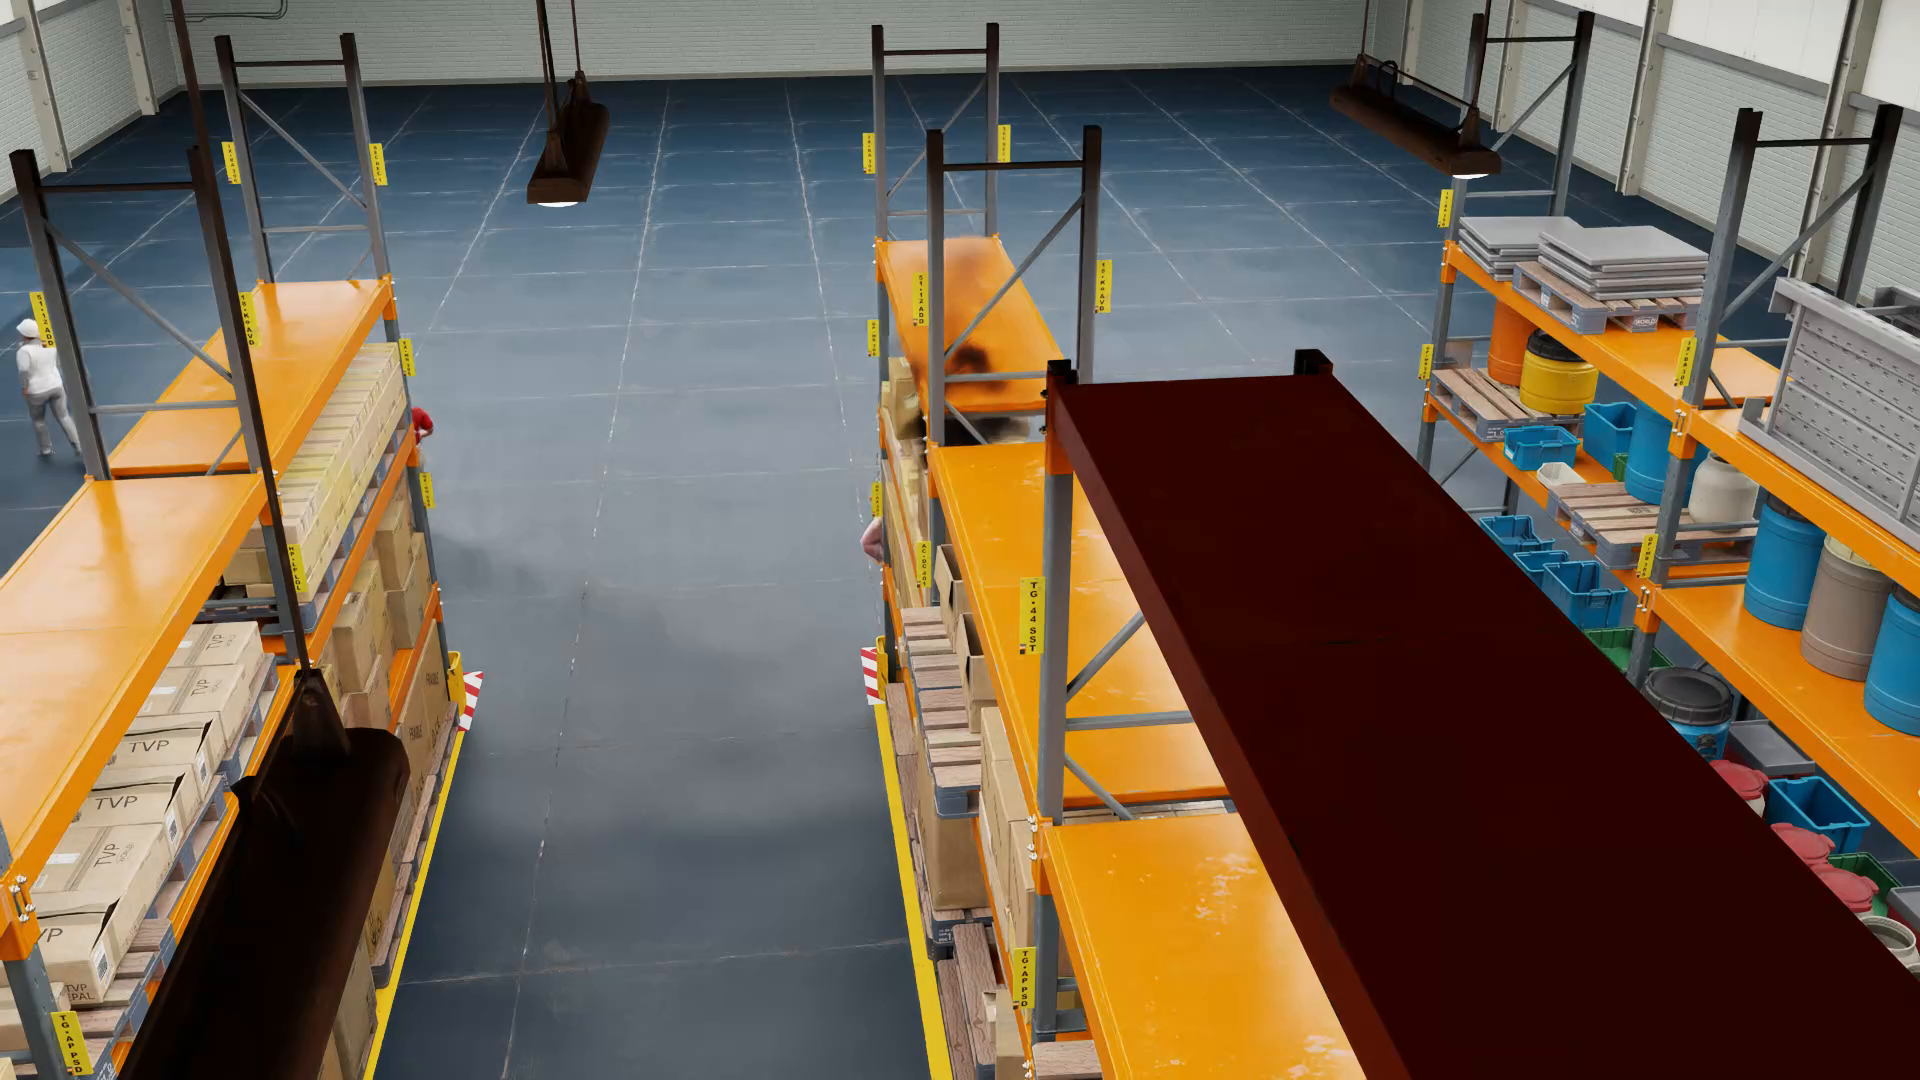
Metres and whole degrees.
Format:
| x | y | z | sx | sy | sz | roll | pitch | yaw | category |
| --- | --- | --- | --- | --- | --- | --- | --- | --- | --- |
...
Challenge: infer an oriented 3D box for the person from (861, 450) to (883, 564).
| x | y | z | sx | sy | sz | roll | pitch | yaw | category |
| --- | --- | --- | --- | --- | --- | --- | --- | --- | --- |
| -0.746 | -0.206 | 17.061 | 0.636 | 1.628 | 0.609 | 18 | 31 | 32 | person |

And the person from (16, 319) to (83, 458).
| x | y | z | sx | sy | sz | roll | pitch | yaw | category |
| --- | --- | --- | --- | --- | --- | --- | --- | --- | --- |
| -11.100 | -1.808 | 20.194 | 0.893 | 1.801 | 0.674 | 17 | 30 | 32 | person |

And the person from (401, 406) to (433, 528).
| x | y | z | sx | sy | sz | roll | pitch | yaw | category |
| --- | --- | --- | --- | --- | --- | --- | --- | --- | --- |
| -6.139 | -0.888 | 18.443 | 0.601 | 1.692 | 0.697 | 19 | 31 | 34 | person |
